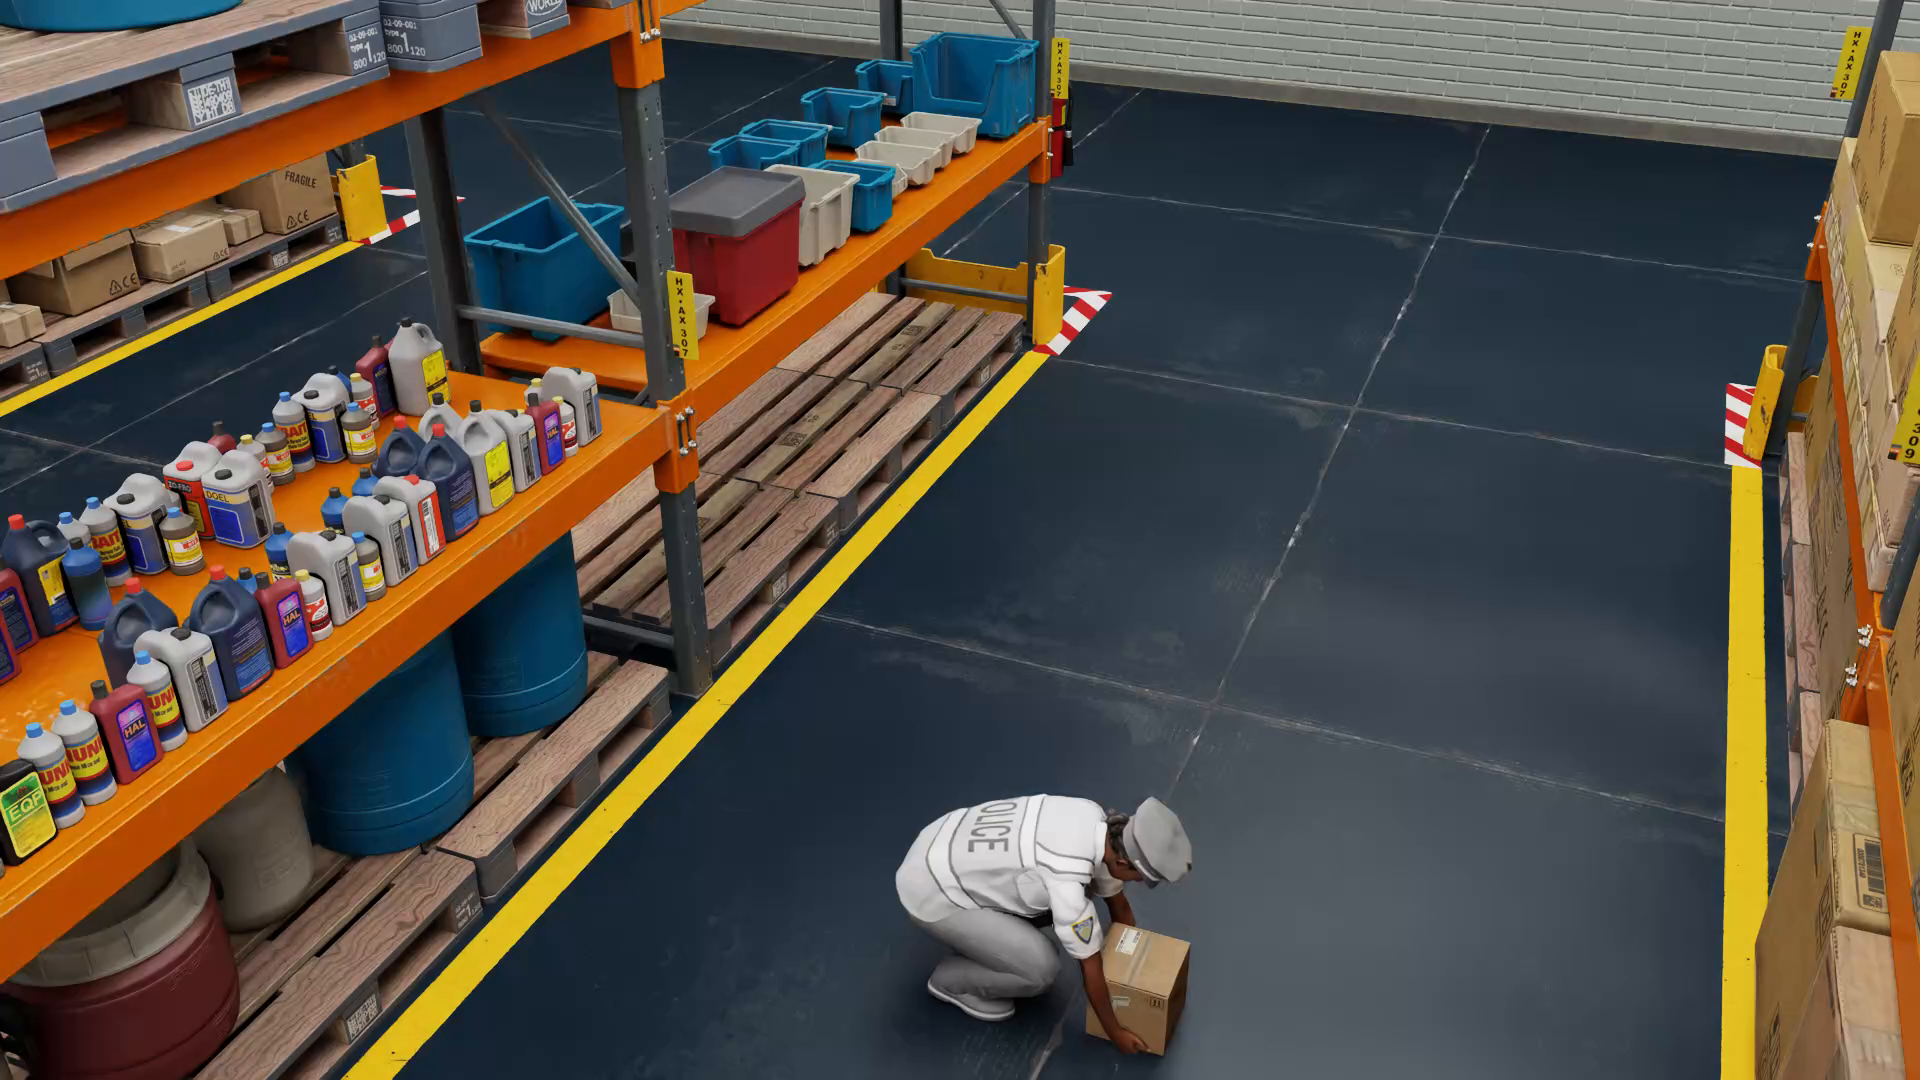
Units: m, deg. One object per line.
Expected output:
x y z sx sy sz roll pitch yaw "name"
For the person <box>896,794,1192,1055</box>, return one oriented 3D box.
0.250 1.124 5.129 0.893 0.838 0.478 11 32 19 "person"
